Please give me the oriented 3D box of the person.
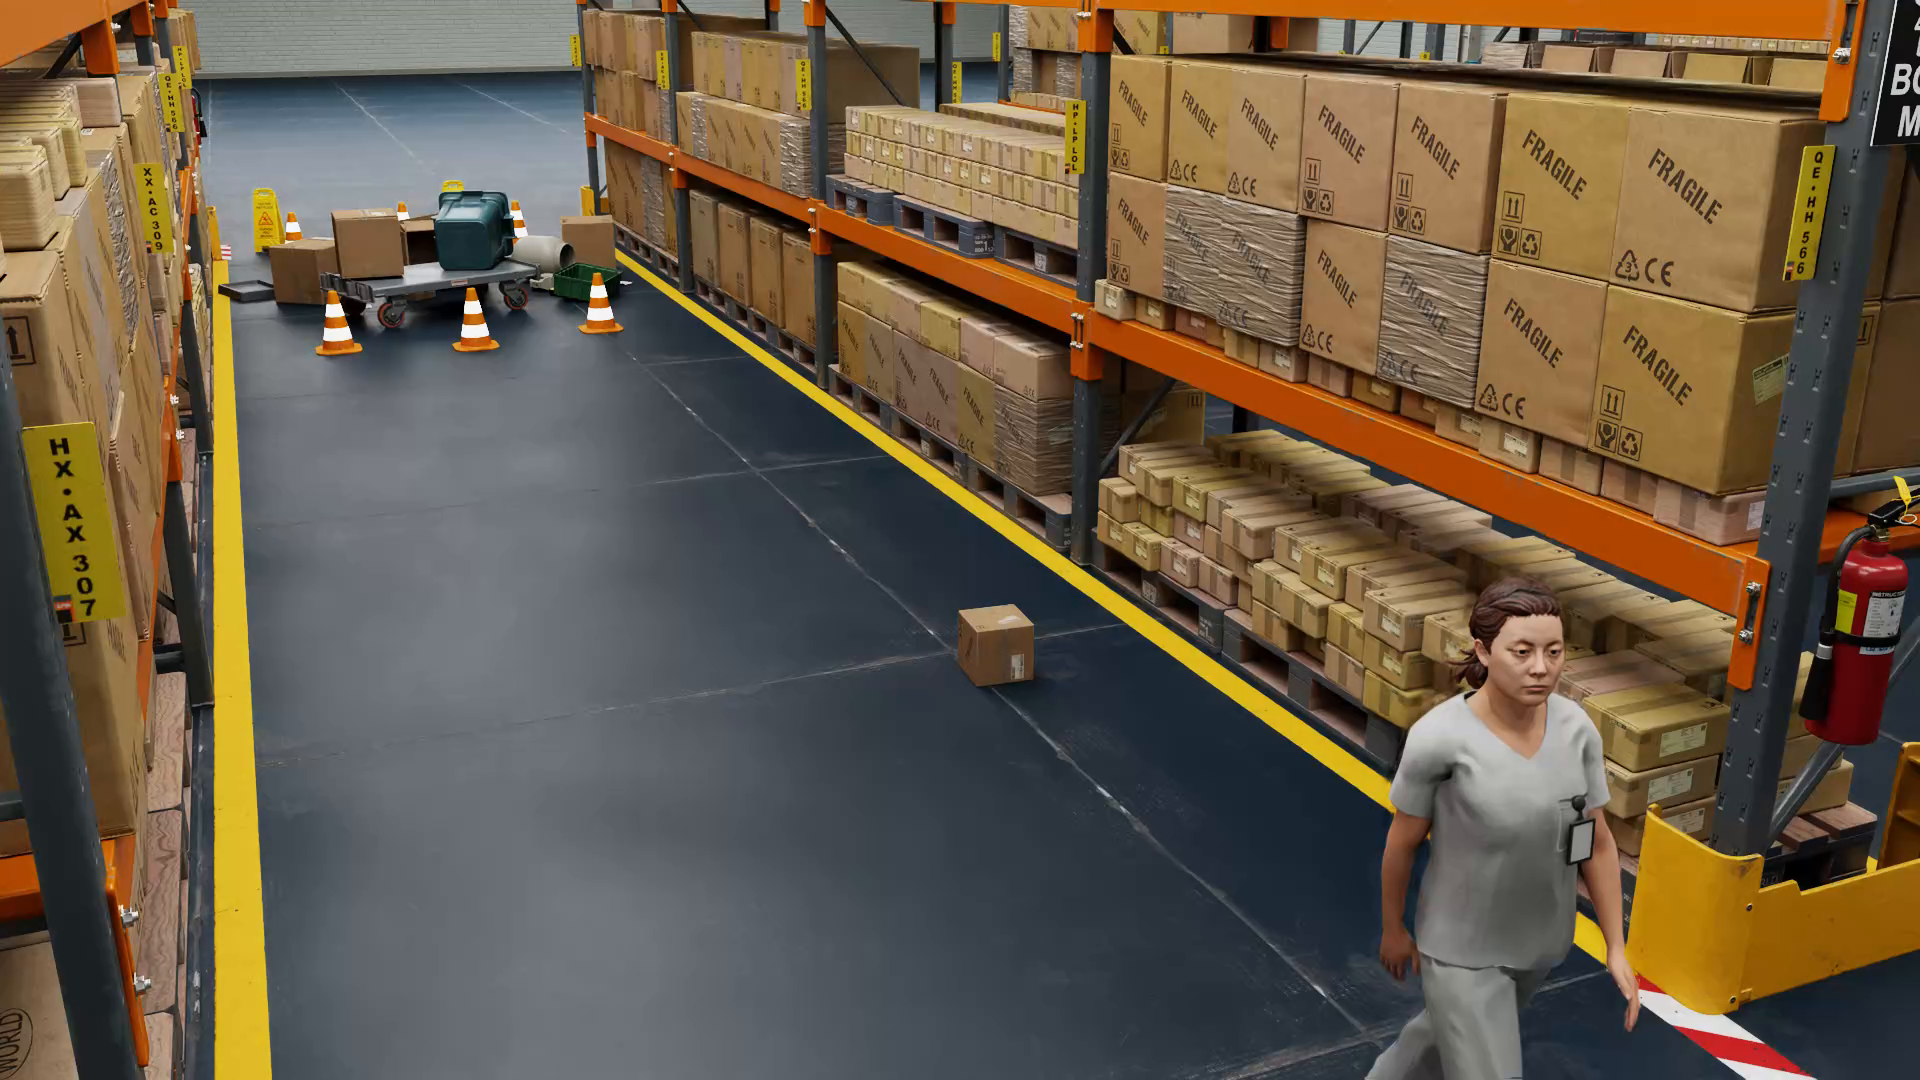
[{"bbox_3d":[1.165,0.867,3.503,0.454,1.606,1.038,-6,20,-16],"label":"person"}]
